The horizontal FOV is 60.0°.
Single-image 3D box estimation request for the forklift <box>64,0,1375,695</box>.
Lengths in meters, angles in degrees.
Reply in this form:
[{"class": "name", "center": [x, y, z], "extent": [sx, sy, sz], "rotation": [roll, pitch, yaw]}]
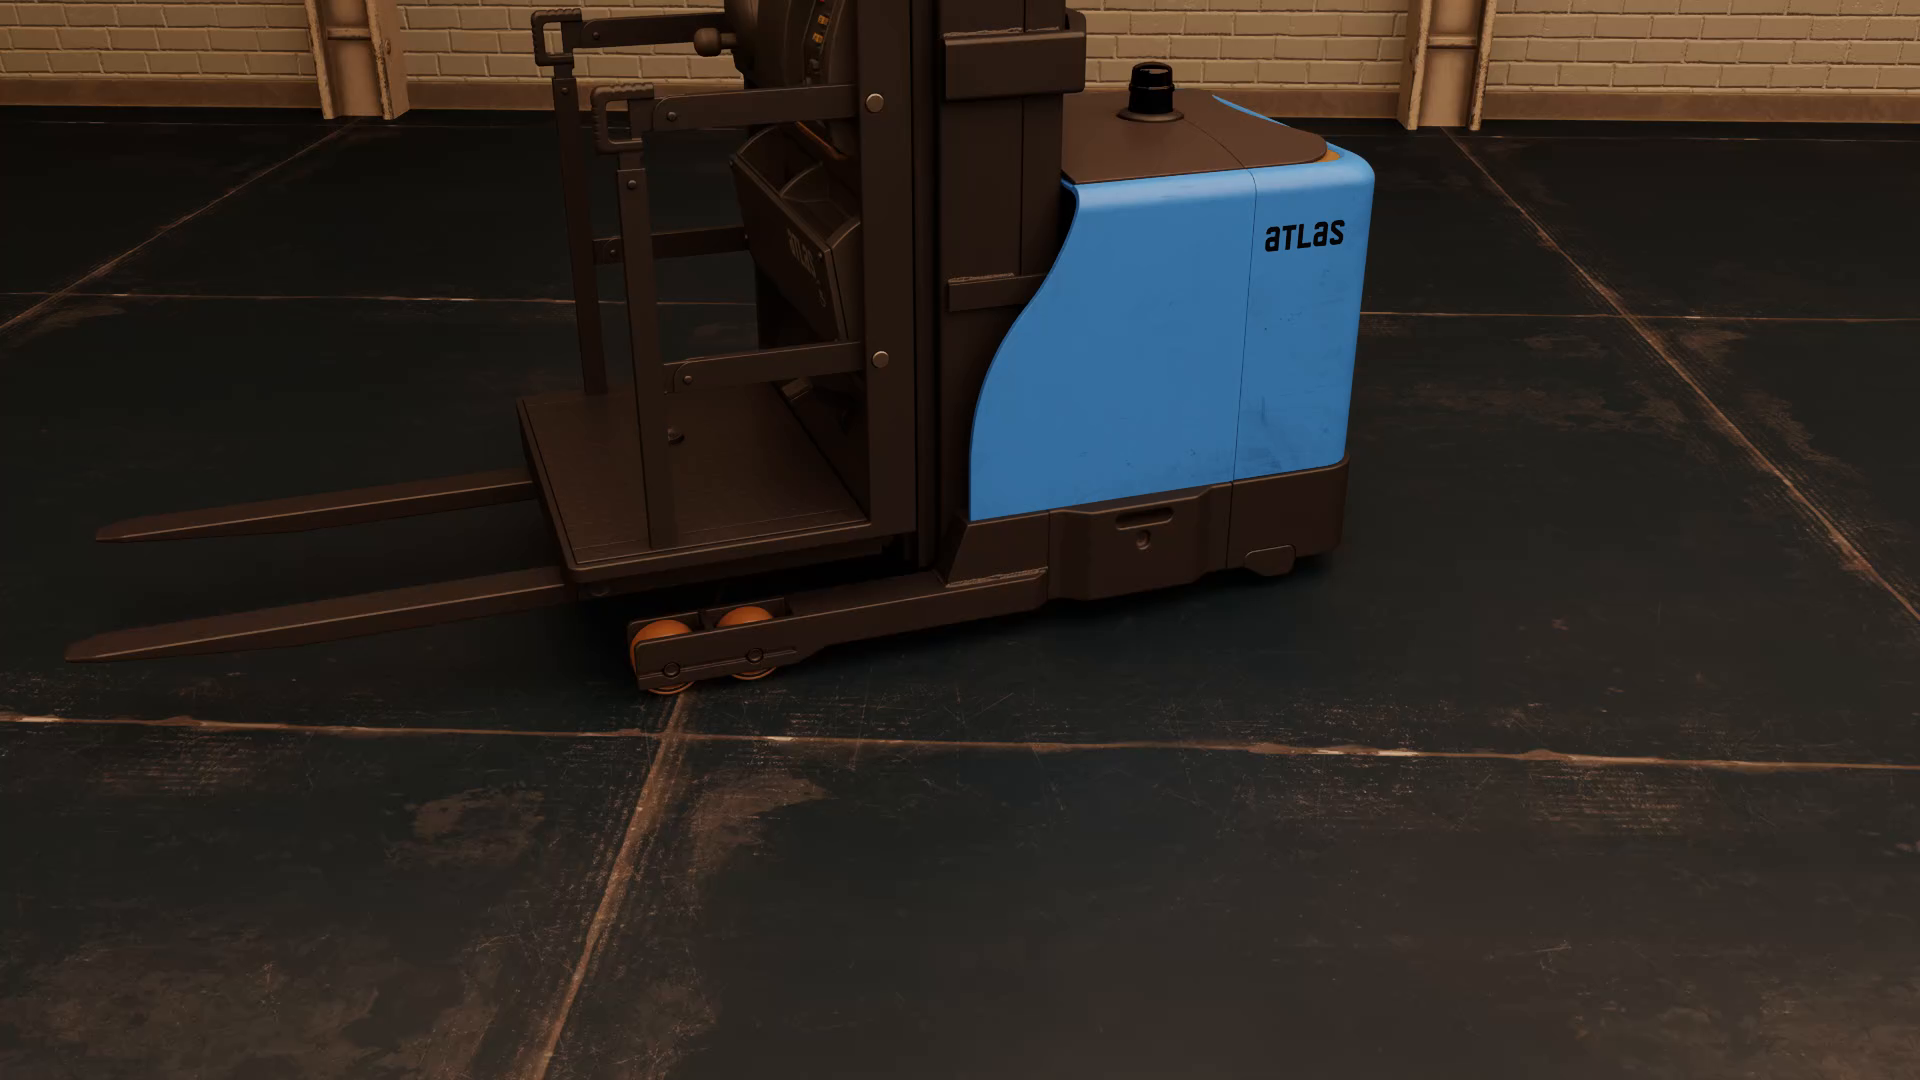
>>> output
[{"class": "forklift", "center": [-0.573, -1.224, 3.691], "extent": [3.031, 2.935, 1.130], "rotation": [-9, 28, -17]}]
